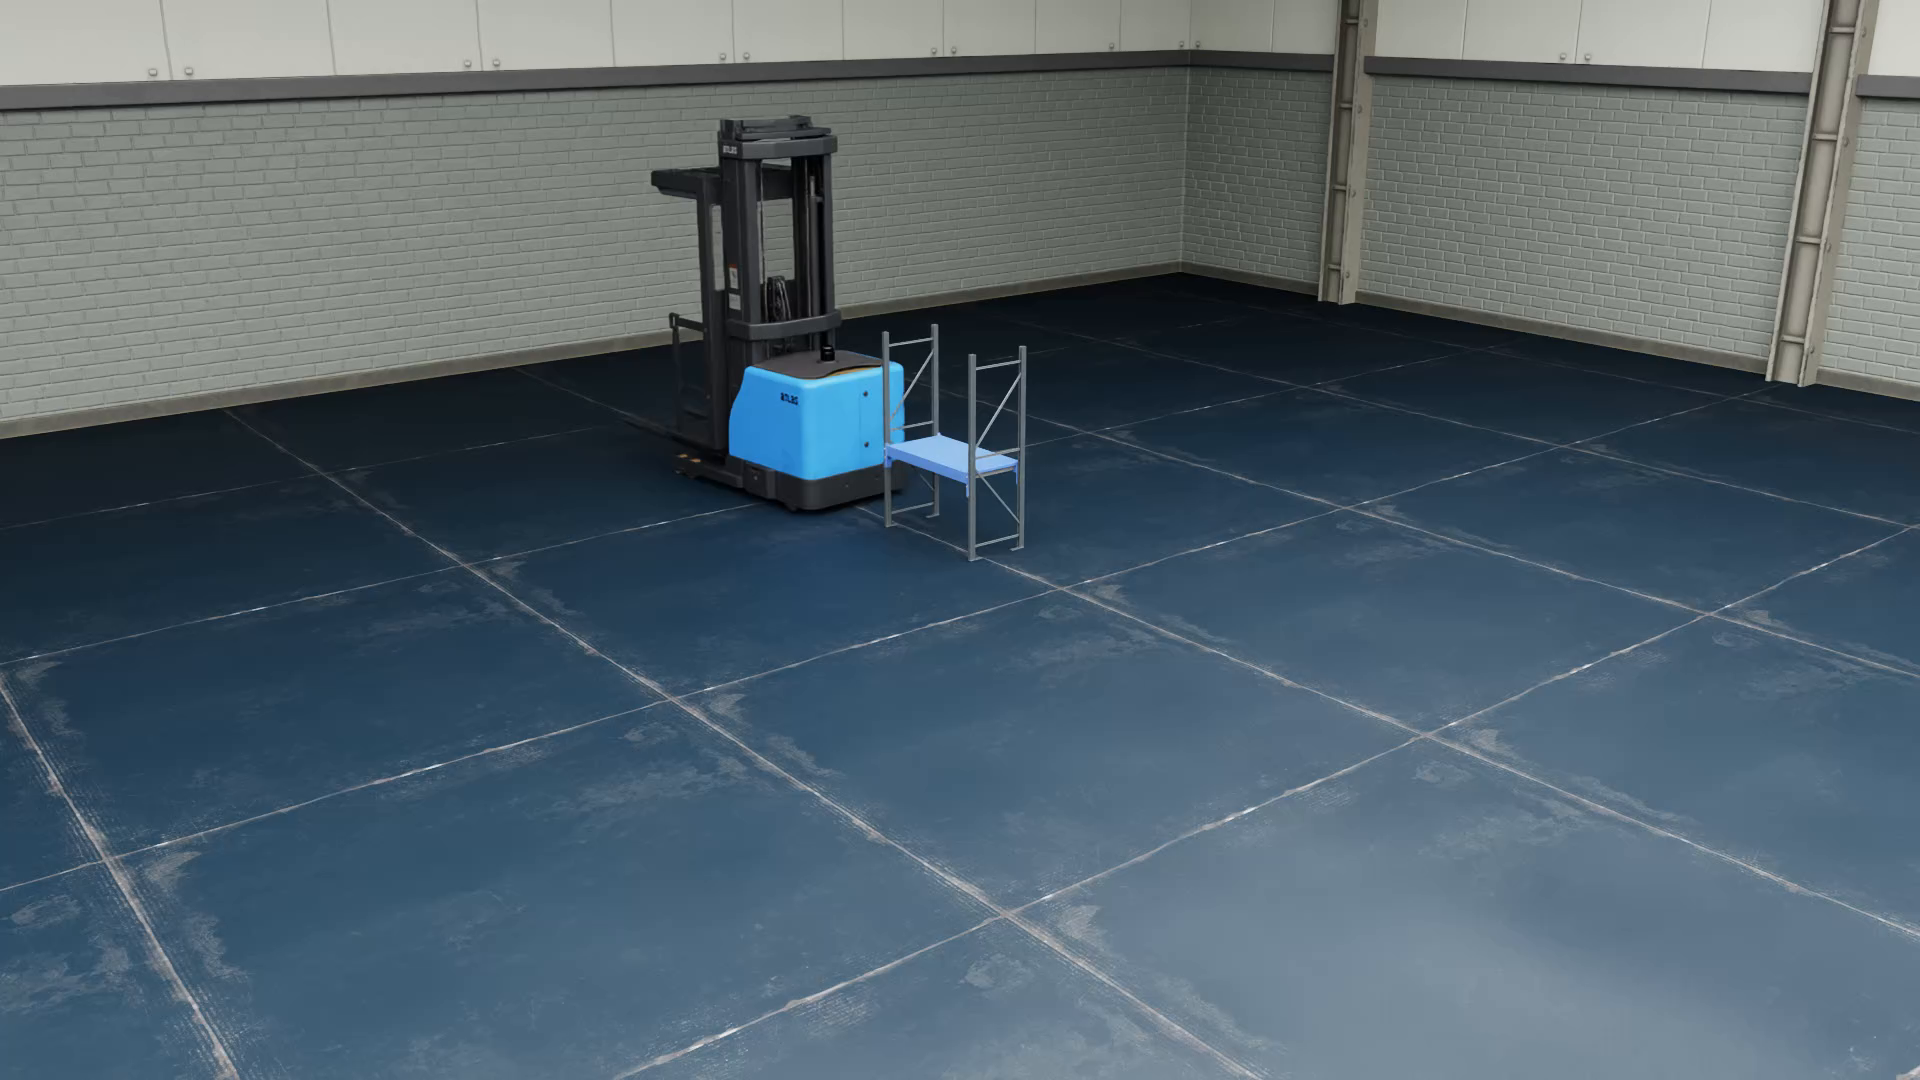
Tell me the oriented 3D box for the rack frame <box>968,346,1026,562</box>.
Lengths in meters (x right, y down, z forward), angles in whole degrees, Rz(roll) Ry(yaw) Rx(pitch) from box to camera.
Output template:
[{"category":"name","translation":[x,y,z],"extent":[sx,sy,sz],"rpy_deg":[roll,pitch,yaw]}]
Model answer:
[{"category":"rack frame","translation":[0.263,-0.608,11.812],"extent":[0.500,1.500,0.032],"rpy_deg":[-14,23,-36]}]

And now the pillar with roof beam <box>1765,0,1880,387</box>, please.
[{"category":"pillar with roof beam","translation":[5.296,-5.085,13.404],"extent":[9.100,9.000,0.400],"rpy_deg":[-14,23,-36]}]

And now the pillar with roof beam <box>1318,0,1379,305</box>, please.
[{"category":"pillar with roof beam","translation":[1.570,-6.564,17.869],"extent":[9.100,9.000,0.400],"rpy_deg":[-14,23,-36]}]

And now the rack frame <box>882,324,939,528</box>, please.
[{"category":"rack frame","translation":[-0.369,-0.858,12.568],"extent":[0.500,1.500,0.032],"rpy_deg":[-14,23,-36]}]

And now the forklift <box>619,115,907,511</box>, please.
[{"category":"forklift","translation":[-1.800,-2.002,13.745],"extent":[1.130,2.935,3.031],"rpy_deg":[-16,24,-40]}]

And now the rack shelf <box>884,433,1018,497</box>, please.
[{"category":"rack shelf","translation":[-0.053,-0.562,12.247],"extent":[0.538,0.185,1.000],"rpy_deg":[-14,23,-36]}]

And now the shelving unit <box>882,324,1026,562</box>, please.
[{"category":"shelving unit","translation":[-0.053,-0.733,12.190],"extent":[0.538,1.500,1.048],"rpy_deg":[-14,23,-36]}]
